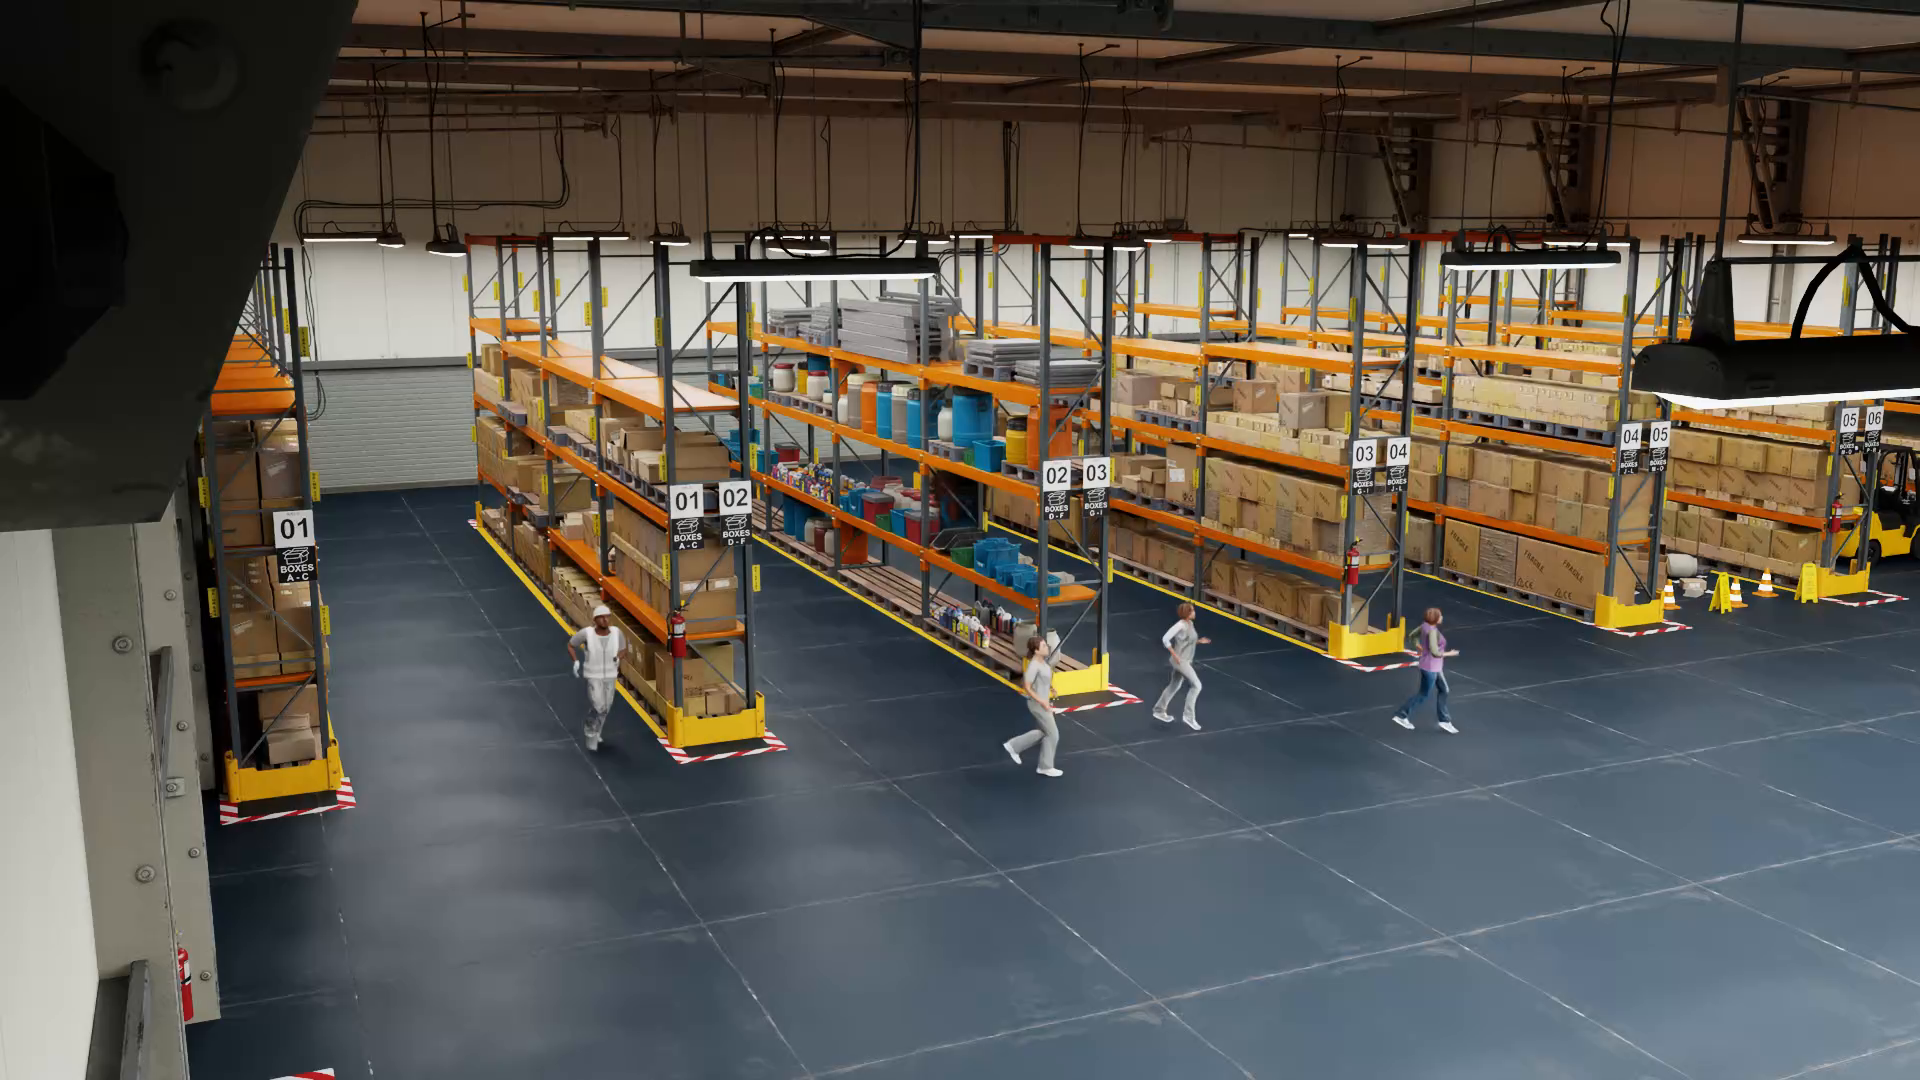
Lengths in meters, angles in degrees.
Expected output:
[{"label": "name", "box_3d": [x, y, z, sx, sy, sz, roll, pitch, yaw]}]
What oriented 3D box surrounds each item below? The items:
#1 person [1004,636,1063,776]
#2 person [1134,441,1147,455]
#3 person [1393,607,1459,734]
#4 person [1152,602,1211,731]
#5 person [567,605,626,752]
[{"label": "person", "box_3d": [0.846, 1.900, 19.072, 0.687, 1.653, 0.564, 1, 11, 6]}, {"label": "person", "box_3d": [4.570, -2.655, 42.235, 0.582, 1.721, 0.688, -10, 15, -42]}, {"label": "person", "box_3d": [5.812, 1.618, 20.604, 0.798, 1.625, 0.545, 2, 11, 10]}, {"label": "person", "box_3d": [2.775, 1.566, 20.841, 0.709, 1.626, 0.531, 3, 11, 14]}, {"label": "person", "box_3d": [-4.320, 1.656, 20.018, 0.663, 1.773, 0.691, -7, 13, -31]}]
